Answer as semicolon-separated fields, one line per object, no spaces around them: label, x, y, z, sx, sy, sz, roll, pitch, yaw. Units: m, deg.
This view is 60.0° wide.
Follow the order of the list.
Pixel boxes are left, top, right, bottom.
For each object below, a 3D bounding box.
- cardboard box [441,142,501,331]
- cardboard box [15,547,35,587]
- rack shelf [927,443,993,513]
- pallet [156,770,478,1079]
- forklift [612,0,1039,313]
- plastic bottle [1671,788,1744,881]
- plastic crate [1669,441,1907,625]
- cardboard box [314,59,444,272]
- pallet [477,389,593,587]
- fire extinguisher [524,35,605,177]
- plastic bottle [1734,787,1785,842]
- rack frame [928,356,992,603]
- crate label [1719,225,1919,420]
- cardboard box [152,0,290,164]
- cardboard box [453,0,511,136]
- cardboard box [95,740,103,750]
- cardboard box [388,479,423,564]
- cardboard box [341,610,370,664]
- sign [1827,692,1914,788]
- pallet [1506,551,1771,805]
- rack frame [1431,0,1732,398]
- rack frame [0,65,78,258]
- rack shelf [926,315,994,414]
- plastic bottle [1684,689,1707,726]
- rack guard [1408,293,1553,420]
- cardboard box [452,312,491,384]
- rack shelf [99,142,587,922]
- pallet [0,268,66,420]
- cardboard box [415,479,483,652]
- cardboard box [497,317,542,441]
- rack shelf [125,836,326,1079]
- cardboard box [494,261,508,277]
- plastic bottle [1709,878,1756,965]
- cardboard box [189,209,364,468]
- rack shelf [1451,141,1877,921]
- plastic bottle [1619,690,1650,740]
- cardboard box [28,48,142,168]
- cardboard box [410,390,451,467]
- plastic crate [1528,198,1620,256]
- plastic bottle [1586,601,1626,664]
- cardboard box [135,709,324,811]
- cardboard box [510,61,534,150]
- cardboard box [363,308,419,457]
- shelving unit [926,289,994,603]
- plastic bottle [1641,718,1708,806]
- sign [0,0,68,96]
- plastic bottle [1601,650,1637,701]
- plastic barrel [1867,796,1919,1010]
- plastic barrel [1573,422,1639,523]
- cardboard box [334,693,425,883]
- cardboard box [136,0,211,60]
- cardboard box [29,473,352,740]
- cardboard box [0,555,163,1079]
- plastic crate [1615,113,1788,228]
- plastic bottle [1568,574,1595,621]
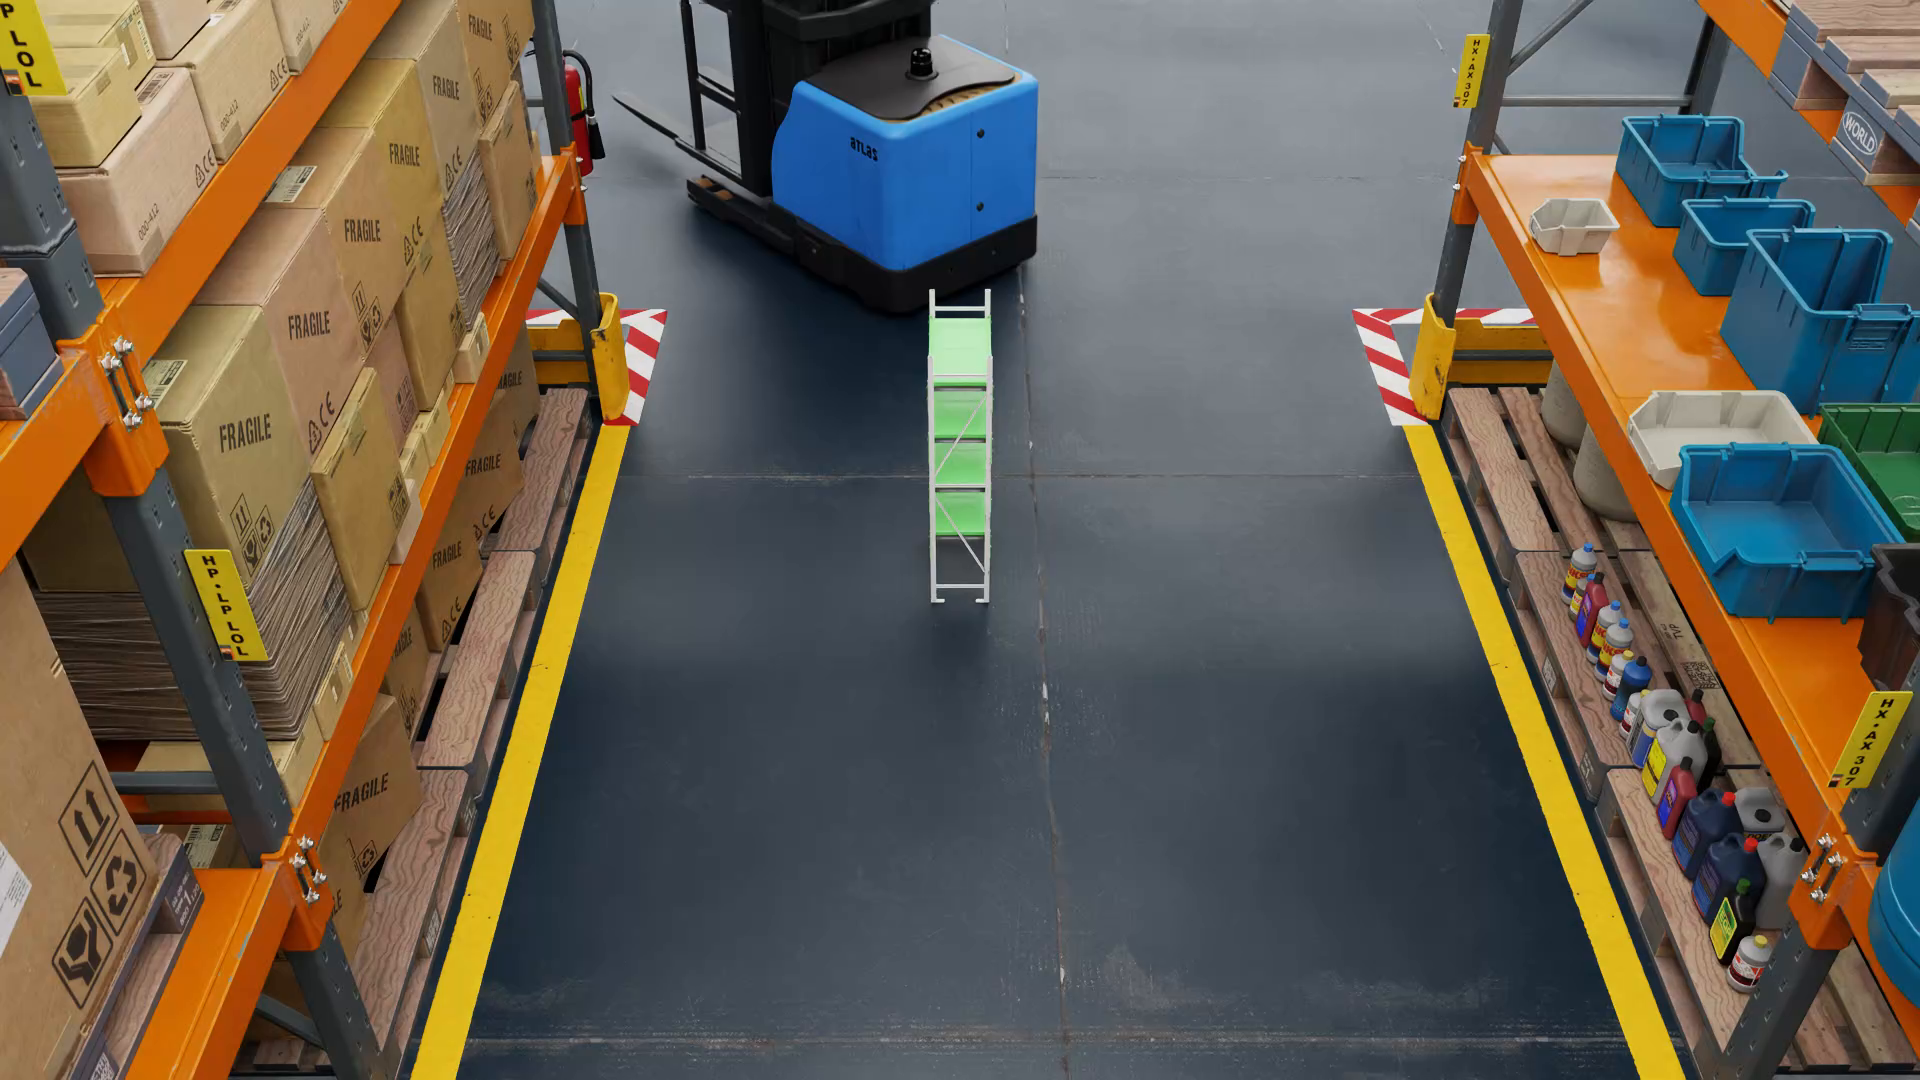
cardboard box;-2.156;-1.083;5.885;0.875;0.500;0.500;0;39;0
cardboard box;-2.479;-0.222;4.011;0.500;0.500;0.500;0;39;0
rack shelf;0.000;-0.315;6.786;0.258;0.148;0.480;0;39;0
pallet;-2.239;1.272;5.493;1.003;0.211;1.213;0;39;0
forklift;-0.926;-3.166;8.857;1.130;2.935;3.031;-28;47;-31
plastic bottle;2.461;0.940;5.445;0.144;0.351;0.185;-2;39;-2
plastic crate;2.477;-0.033;5.012;0.499;0.251;0.616;0;39;0
cardboard box;-1.963;-1.161;5.182;0.500;0.500;0.500;0;39;0
pallet;-2.242;-0.253;7.397;1.003;0.211;1.213;0;39;0
fire extinguisher;-1.747;-1.939;7.333;0.296;0.674;0.183;0;39;0
plastic bottle;2.609;0.953;5.488;0.152;0.276;0.135;0;39;0
rack frame;0.000;-0.212;6.555;0.240;1.200;0.015;0;39;0
crate label;3.018;-0.764;5.776;0.502;0.435;0.616;0;39;0
cardboard box;-1.953;-1.120;3.971;0.500;0.250;0.500;0;39;0
cardboard box;-1.953;-1.786;5.963;0.500;0.500;0.500;0;39;0
cardboard box;-2.497;0.568;4.343;0.380;0.149;0.250;0;39;0
cardboard box;-1.887;-0.058;5.124;0.380;0.149;0.250;0;39;0
cardboard box;-1.918;0.255;4.734;0.380;0.149;0.250;0;39;0
sign;2.200;0.486;4.023;0.100;0.325;0.005;0;39;0
pallet;2.787;0.504;6.452;1.003;0.211;1.213;0;39;0
rack frame;2.745;-1.901;7.223;1.000;3.000;0.127;0;39;0
rack frame;-2.203;-1.737;2.221;1.000;3.000;0.127;0;39;0
rack shelf;0.000;-0.689;6.485;0.258;0.148;0.480;0;39;0
plastic bottle;2.571;0.662;5.845;0.061;0.283;0.133;0;39;0
rack guard;2.793;-0.878;7.946;1.175;0.500;0.348;0;39;0
cardboard box;-1.894;-0.683;5.905;0.380;0.149;0.250;0;39;0
rack shelf;-2.205;-0.366;5.883;1.077;0.370;4.000;0;39;0
pallet;-2.309;-0.107;2.736;1.213;0.211;1.003;0;39;0
cardboard box;-2.207;0.070;6.427;0.500;0.500;0.500;3;39;4
cardboard box;-2.224;-0.695;7.382;0.500;0.500;0.500;7;39;8
rack shelf;-2.201;2.136;2.762;1.077;0.370;4.000;0;39;0
cardboard box;-1.964;-1.152;6.490;0.380;0.149;0.250;0;39;0
plastic bottle;2.420;1.188;5.189;0.061;0.283;0.133;2;39;2
cardboard box;-1.951;-0.535;4.402;0.500;0.500;0.500;0;39;0
rack shelf;2.748;-0.369;5.887;1.077;0.370;4.000;0;39;0
plastic bottle;2.437;0.621;5.962;0.097;0.201;0.097;0;39;0
cardboard box;-1.895;-0.867;3.335;0.380;0.149;0.250;-1;39;-1
cardboard box;-1.917;-0.370;5.514;0.380;0.149;0.250;0;39;0
plastic crate;2.425;-1.238;6.607;0.298;0.136;0.250;0;39;0
plastic bottle;2.436;0.341;6.256;0.097;0.271;0.097;0;39;0
cardboard box;-1.902;0.568;4.344;0.380;0.149;0.250;0;39;0
cardboard box;-2.234;-1.708;6.665;0.875;0.500;0.500;0;39;0
cardboard box;-2.208;-0.458;5.105;0.875;0.500;0.500;0;39;0
shelving unit;0.000;-0.365;6.746;0.258;1.200;0.503;0;39;0
plastic bottle;2.460;0.738;5.697;0.144;0.351;0.185;0;39;0
sign;-1.648;-0.924;2.878;0.100;0.325;0.005;0;39;0
plastic bottle;2.437;0.492;6.123;0.097;0.201;0.097;0;39;0
plastic barrel;2.448;0.647;3.643;0.600;0.901;0.708;0;39;0
plastic barrel;2.823;-0.369;6.965;0.421;0.512;0.421;0;39;0
cardboard box;-2.172;0.807;5.507;0.500;0.500;0.500;12;40;14
cardboard box;-1.943;-1.204;3.756;0.380;0.149;0.250;0;39;0
cardboard box;-2.142;0.168;4.324;0.875;0.500;0.500;0;39;0
cardboard box;-2.342;0.703;3.158;1.000;1.000;1.000;0;39;0
plastic crate;3.045;-1.530;6.879;0.499;0.251;0.616;0;39;0
plastic bottle;2.436;0.218;6.465;0.097;0.201;0.097;0;39;0
